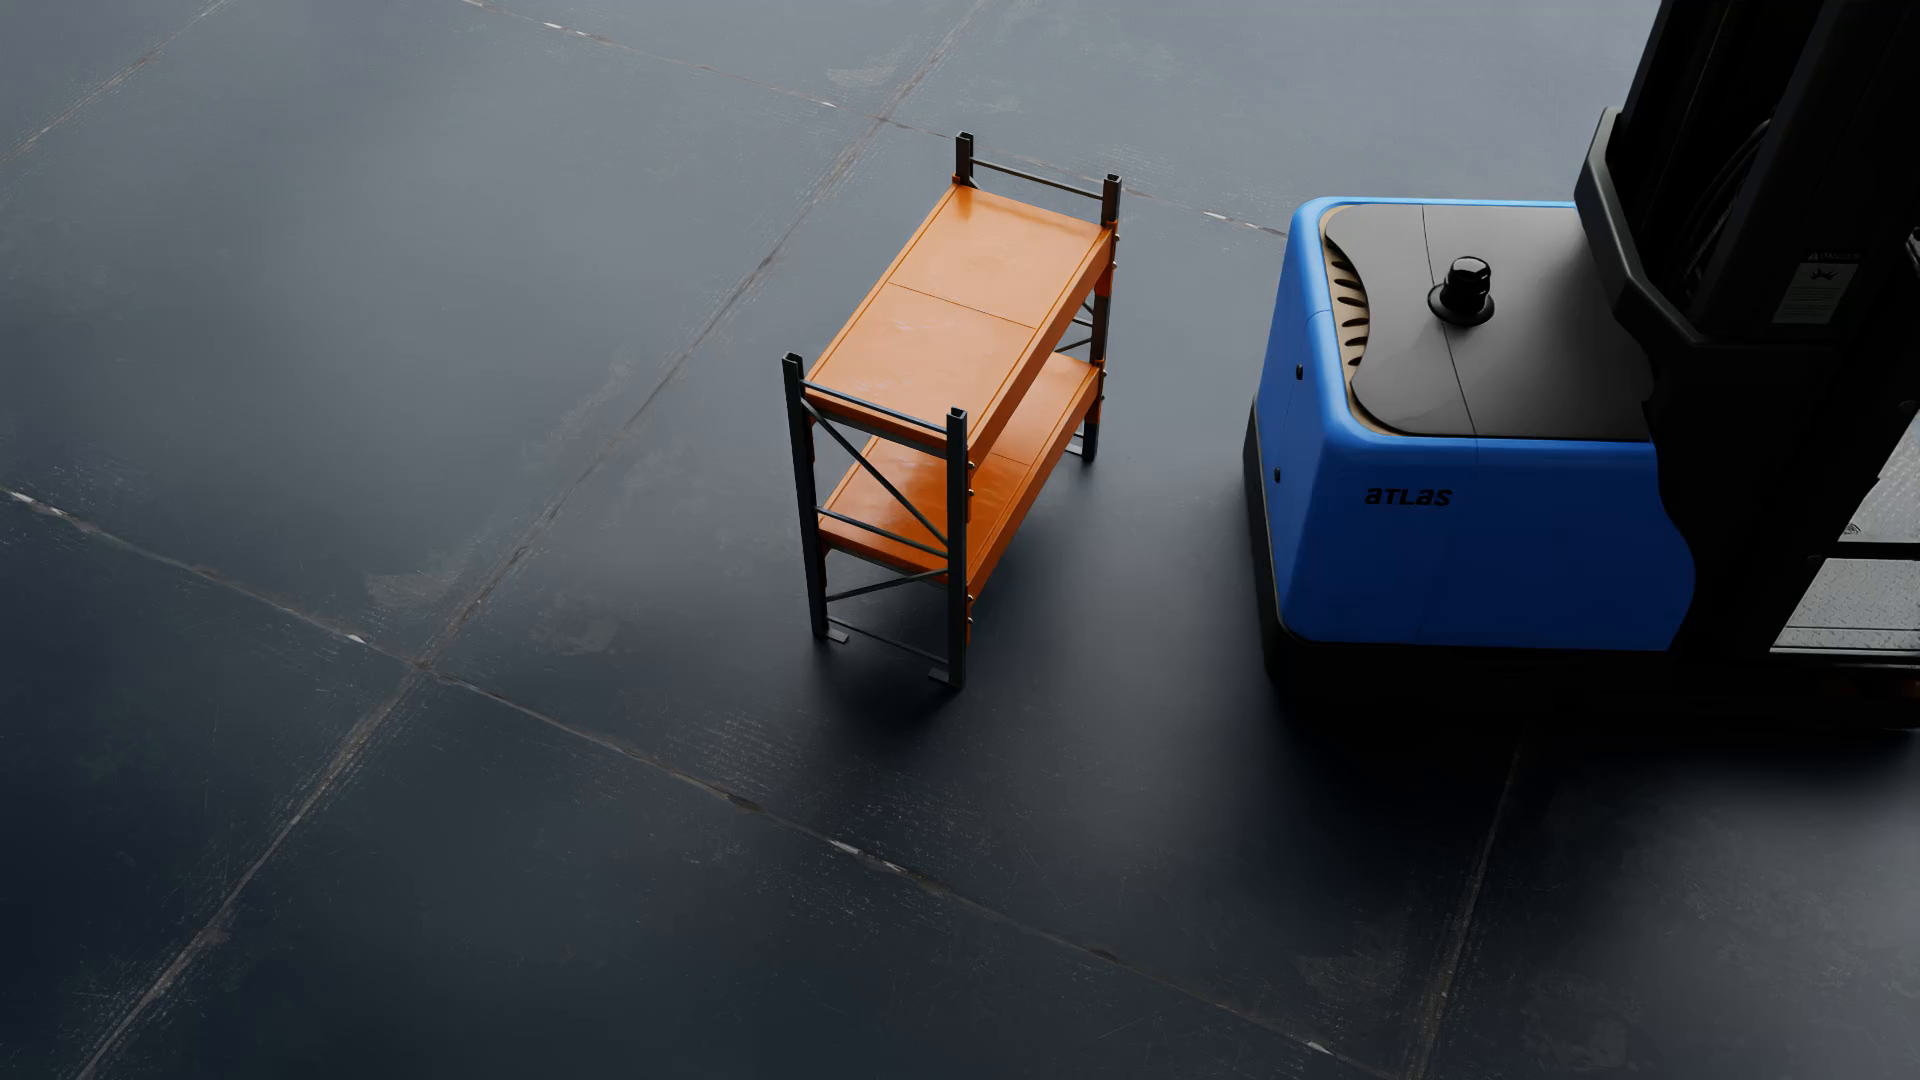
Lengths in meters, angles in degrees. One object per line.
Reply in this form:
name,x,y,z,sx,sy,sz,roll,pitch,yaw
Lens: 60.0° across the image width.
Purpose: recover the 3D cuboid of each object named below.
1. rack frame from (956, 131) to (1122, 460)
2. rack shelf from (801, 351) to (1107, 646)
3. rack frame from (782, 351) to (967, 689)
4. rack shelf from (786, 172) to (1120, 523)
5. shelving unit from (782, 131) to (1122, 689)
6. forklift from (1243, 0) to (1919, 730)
rack frame,0.220,-0.719,5.123,0.500,1.125,0.032,20,52,16
rack shelf,0.003,-0.211,5.012,0.538,0.278,1.000,20,52,16
rack frame,-0.214,-0.019,4.528,0.500,1.125,0.032,20,52,16
rack shelf,0.003,-0.559,4.603,0.538,0.278,1.000,20,52,16
shelving unit,0.003,-0.369,4.826,0.538,1.125,1.048,20,52,16
forklift,2.416,-0.818,4.022,3.031,2.935,1.130,1,50,1
